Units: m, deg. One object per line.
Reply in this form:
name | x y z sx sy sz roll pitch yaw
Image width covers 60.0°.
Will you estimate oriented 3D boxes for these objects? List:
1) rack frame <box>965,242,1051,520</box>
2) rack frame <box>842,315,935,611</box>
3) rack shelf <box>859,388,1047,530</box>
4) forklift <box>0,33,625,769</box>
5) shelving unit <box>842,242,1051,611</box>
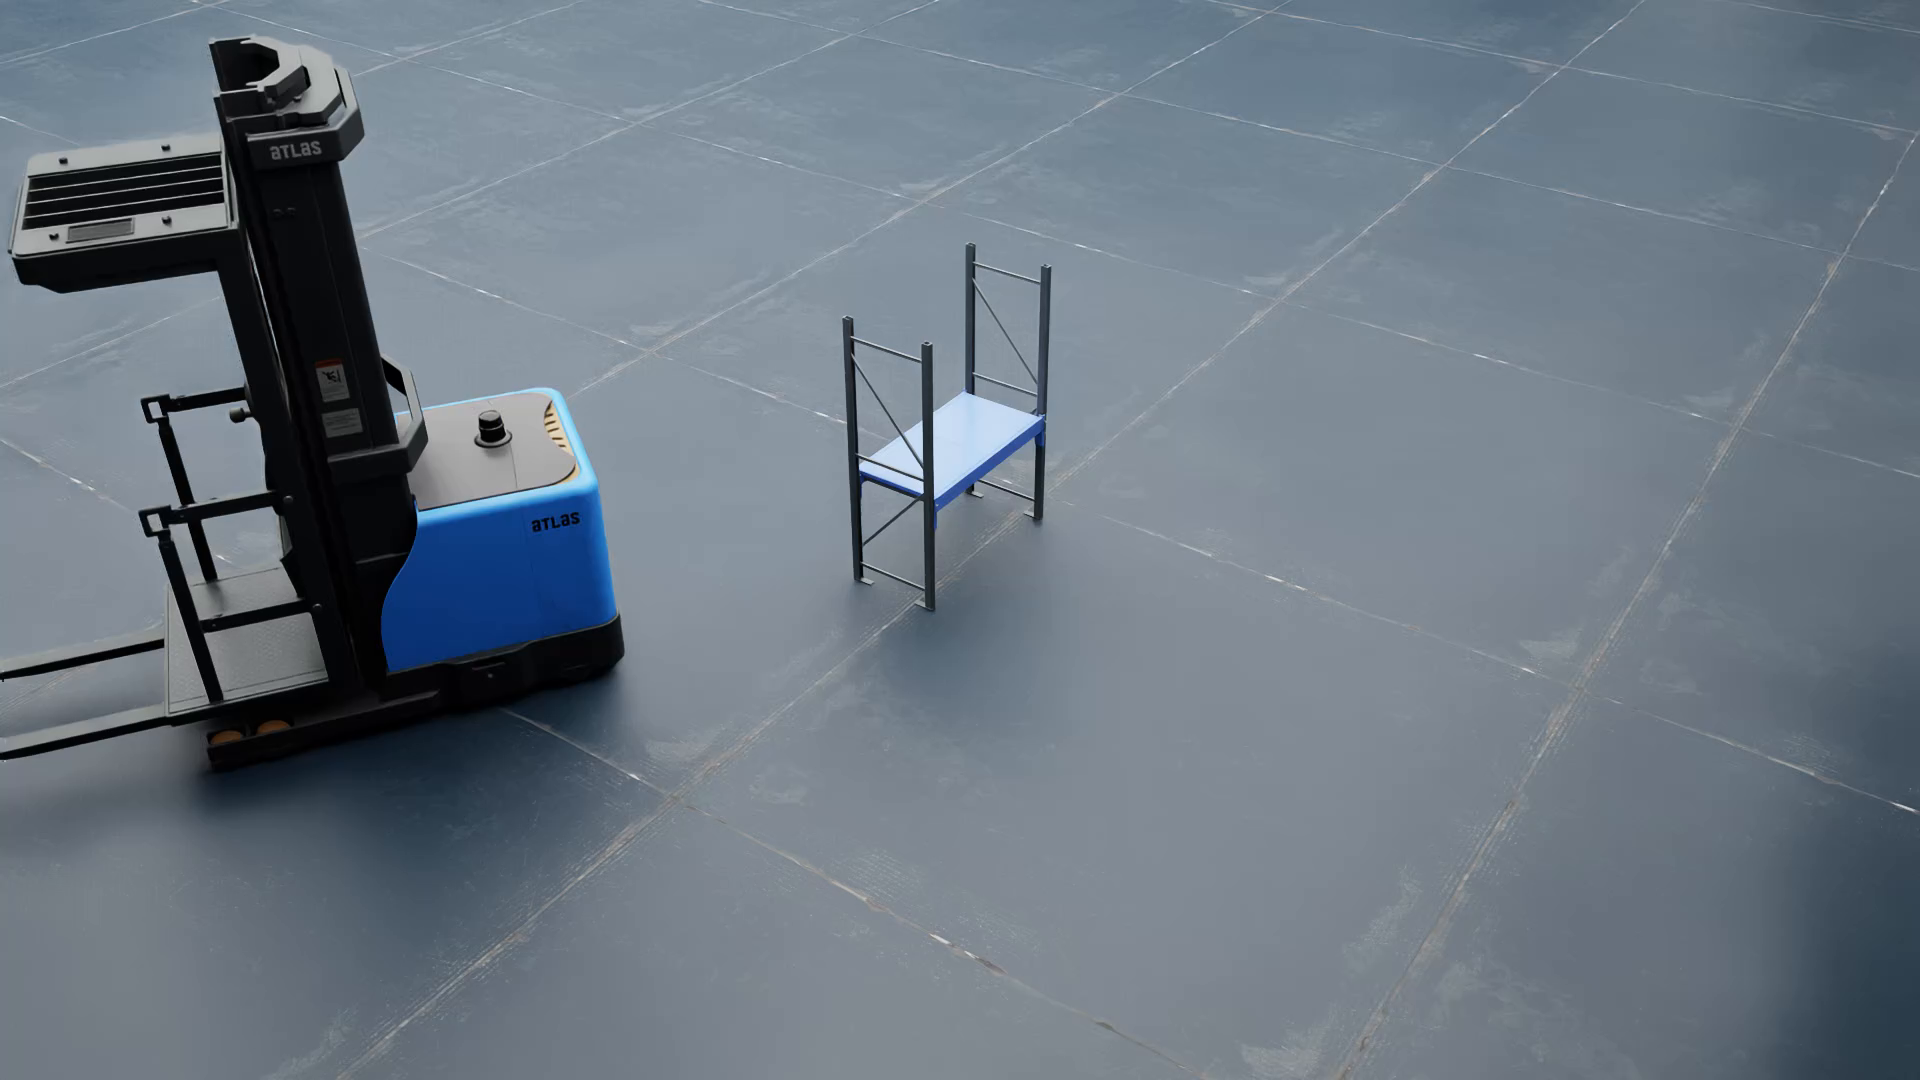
rack frame | 0.241 -0.816 8.793 0.500 1.500 0.032 21 39 28
rack frame | -0.338 -0.348 8.101 0.500 1.500 0.032 21 39 28
rack shelf | -0.049 -0.433 8.548 0.538 0.185 1.000 21 39 28
forklift | -3.181 -0.533 7.097 3.031 2.935 1.130 -13 36 -18
shelving unit | -0.049 -0.582 8.447 0.538 1.500 1.048 21 39 28
